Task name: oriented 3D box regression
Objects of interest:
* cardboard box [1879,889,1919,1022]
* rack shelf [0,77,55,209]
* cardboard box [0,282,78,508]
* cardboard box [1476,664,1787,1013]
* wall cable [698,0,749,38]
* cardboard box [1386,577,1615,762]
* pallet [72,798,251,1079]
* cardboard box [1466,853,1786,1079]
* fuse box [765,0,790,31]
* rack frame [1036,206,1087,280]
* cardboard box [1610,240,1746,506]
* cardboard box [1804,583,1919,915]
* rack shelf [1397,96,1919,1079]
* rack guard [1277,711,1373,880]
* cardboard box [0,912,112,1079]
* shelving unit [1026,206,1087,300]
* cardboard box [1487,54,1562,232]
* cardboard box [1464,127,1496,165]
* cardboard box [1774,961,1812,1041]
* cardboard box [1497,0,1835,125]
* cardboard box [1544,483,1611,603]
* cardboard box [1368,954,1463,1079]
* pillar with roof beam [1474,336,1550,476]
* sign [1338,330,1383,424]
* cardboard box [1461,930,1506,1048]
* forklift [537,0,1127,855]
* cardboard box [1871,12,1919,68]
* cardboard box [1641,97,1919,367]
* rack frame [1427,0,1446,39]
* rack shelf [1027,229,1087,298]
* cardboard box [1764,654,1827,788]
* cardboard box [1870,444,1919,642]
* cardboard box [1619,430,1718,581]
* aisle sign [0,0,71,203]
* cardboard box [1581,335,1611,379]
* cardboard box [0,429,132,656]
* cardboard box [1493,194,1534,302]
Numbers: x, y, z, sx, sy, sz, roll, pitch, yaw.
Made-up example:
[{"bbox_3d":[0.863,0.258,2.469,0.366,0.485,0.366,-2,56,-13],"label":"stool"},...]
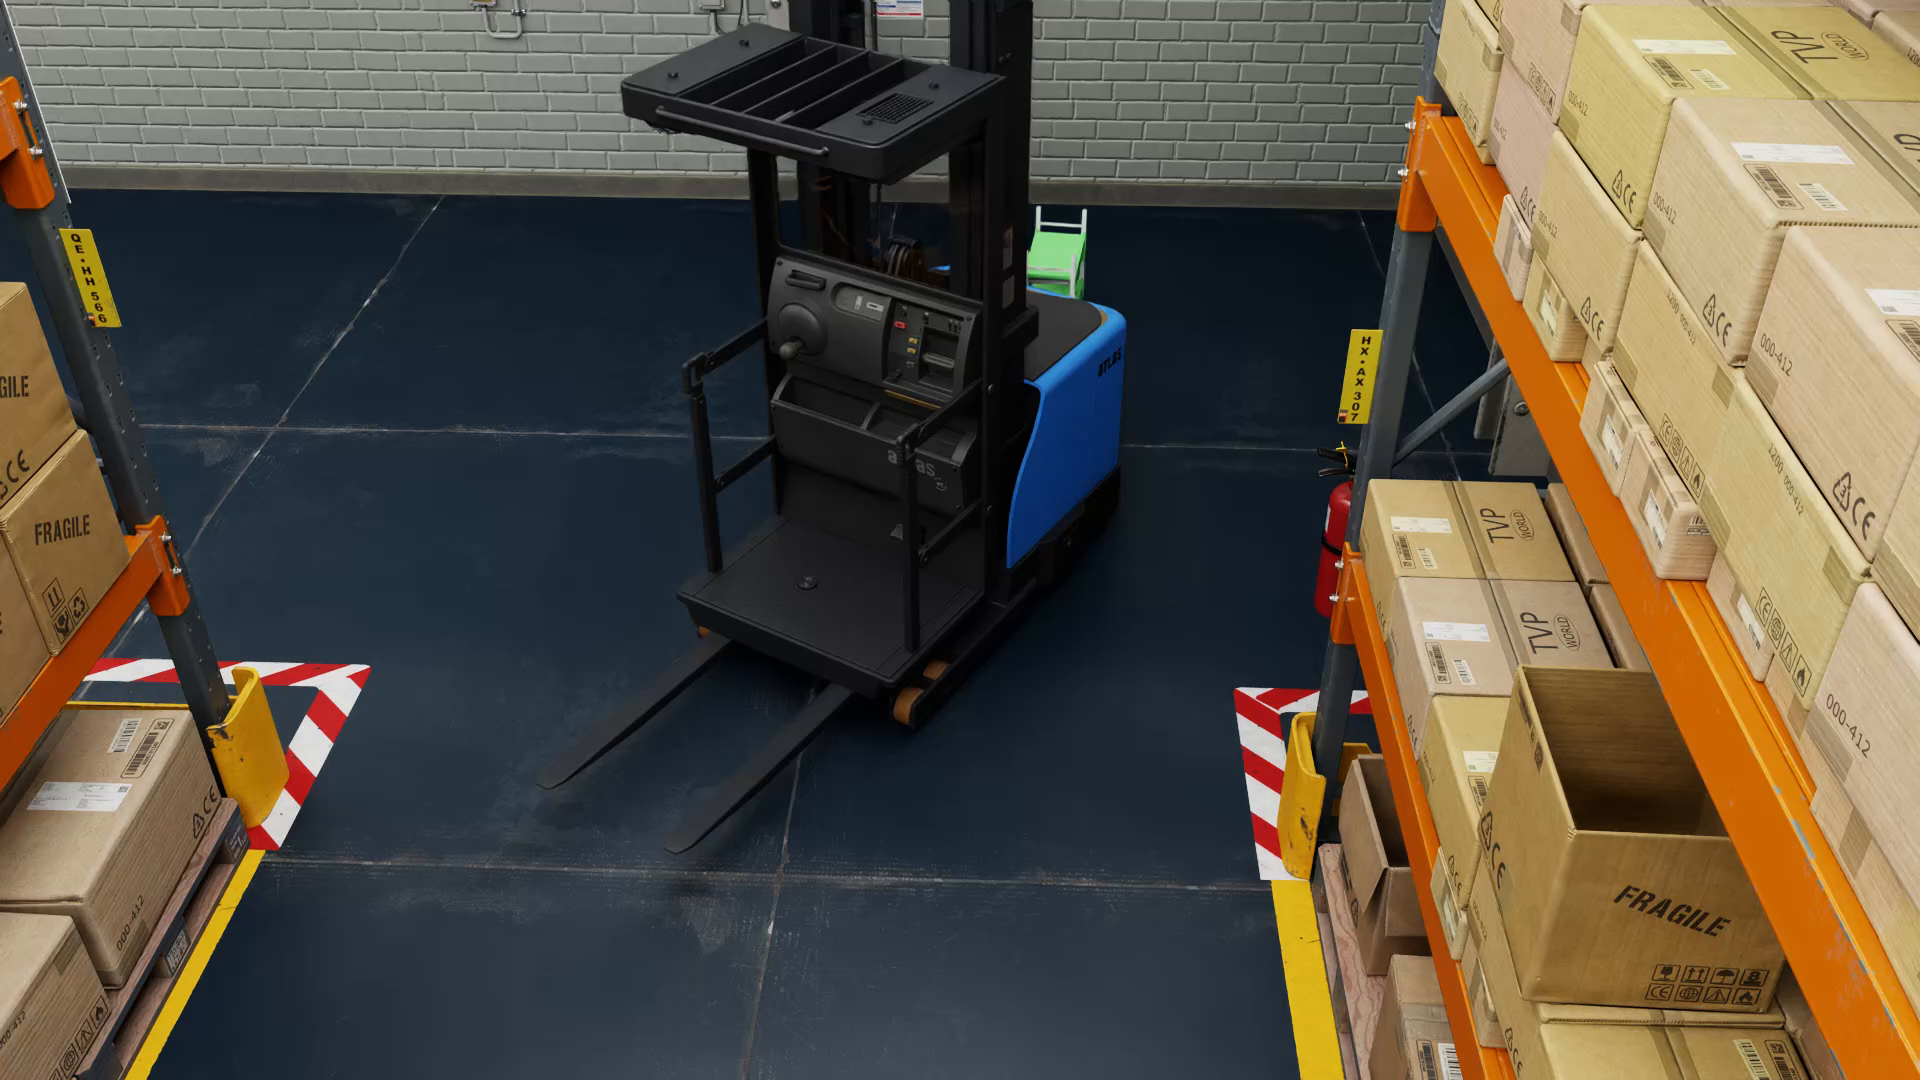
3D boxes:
[{"bbox_3d":[1.362,0.534,1.991,0.380,0.149,0.250,2,35,3],"label":"cardboard box"},{"bbox_3d":[-3.269,-0.028,3.198,1.077,0.370,4.000,1,35,2],"label":"rack shelf"},{"bbox_3d":[-2.970,-0.412,4.770,0.500,0.500,0.500,2,35,3],"label":"cardboard box"},{"bbox_3d":[1.424,0.618,3.482,0.500,0.500,0.500,2,35,3],"label":"cardboard box"},{"bbox_3d":[-1.568,-3.874,9.770,0.588,1.984,0.122,1,35,2],"label":"wall cable"},{"bbox_3d":[1.464,0.352,4.512,0.500,0.250,0.500,2,35,2],"label":"cardboard box"},{"bbox_3d":[-3.142,1.358,5.634,1.003,0.211,1.213,1,35,2],"label":"pallet"},{"bbox_3d":[1.448,0.938,3.679,0.500,0.250,0.500,0,35,1],"label":"cardboard box"},{"bbox_3d":[-0.892,-2.825,10.281,0.539,1.711,0.414,1,35,2],"label":"fuse box"},{"bbox_3d":[0.484,-1.086,8.251,0.240,1.200,0.015,5,35,8],"label":"rack frame"},{"bbox_3d":[1.450,-0.286,2.812,0.500,0.250,0.500,1,35,1],"label":"cardboard box"},{"bbox_3d":[1.390,0.297,1.981,0.500,0.250,0.500,0,35,0],"label":"cardboard box"},{"bbox_3d":[1.691,0.085,3.038,1.077,0.370,4.000,1,35,2],"label":"rack shelf"},{"bbox_3d":[1.768,0.935,5.985,1.175,0.500,0.348,1,35,2],"label":"rack guard"},{"bbox_3d":[-3.143,1.540,4.813,0.875,0.438,0.875,2,35,3],"label":"cardboard box"},{"bbox_3d":[0.445,-0.947,8.054,0.258,1.200,0.503,5,35,8],"label":"shelving unit"},{"bbox_3d":[1.481,-0.878,3.654,0.500,0.250,0.500,2,35,3],"label":"cardboard box"},{"bbox_3d":[1.526,-1.078,4.285,0.380,0.149,0.250,2,35,3],"label":"cardboard box"},{"bbox_3d":[1.950,0.960,3.648,0.500,0.250,0.500,1,35,2],"label":"cardboard box"},{"bbox_3d":[1.463,-1.083,3.510,0.500,0.250,0.500,1,35,2],"label":"cardboard box"},{"bbox_3d":[2.018,0.079,4.901,0.500,0.250,0.500,2,35,3],"label":"cardboard box"},{"bbox_3d":[1.579,1.559,4.732,0.700,0.500,0.500,3,35,4],"label":"cardboard box"},{"bbox_3d":[-1.521,-4.214,5.919,9.100,9.000,0.400,1,35,2],"label":"pillar with roof beam"},{"bbox_3d":[1.229,-0.498,5.097,0.100,0.325,0.005,1,35,2],"label":"sign"},{"bbox_3d":[1.392,1.045,3.874,0.380,0.149,0.250,2,35,3],"label":"cardboard box"},{"bbox_3d":[-0.463,-0.758,6.280,1.130,2.935,3.031,20,40,26],"label":"forklift"},{"bbox_3d":[2.001,-0.767,3.060,0.500,0.250,0.500,2,35,2],"label":"cardboard box"},{"bbox_3d":[1.446,-0.501,2.682,0.500,0.250,0.500,2,35,3],"label":"cardboard box"},{"bbox_3d":[1.771,-2.586,3.603,1.000,3.000,0.127,1,35,2],"label":"rack frame"},{"bbox_3d":[0.445,-1.288,7.815,0.258,0.148,0.480,5,35,8],"label":"rack shelf"},{"bbox_3d":[1.417,0.240,2.409,0.380,0.149,0.250,2,35,3],"label":"cardboard box"},{"bbox_3d":[1.402,0.087,1.845,0.500,0.250,0.500,1,35,1],"label":"cardboard box"},{"bbox_3d":[1.362,-0.056,2.831,0.380,0.149,0.250,2,35,3],"label":"cardboard box"},{"bbox_3d":[-2.876,-1.342,4.790,0.394,0.787,0.004,1,35,2],"label":"aisle sign"},{"bbox_3d":[1.450,-0.345,3.242,0.380,0.149,0.250,1,35,1],"label":"cardboard box"},{"bbox_3d":[-2.943,-0.002,5.057,0.500,0.500,0.500,2,35,2],"label":"cardboard box"},{"bbox_3d":[1.402,-0.639,3.661,0.380,0.149,0.250,2,35,3],"label":"cardboard box"}]
